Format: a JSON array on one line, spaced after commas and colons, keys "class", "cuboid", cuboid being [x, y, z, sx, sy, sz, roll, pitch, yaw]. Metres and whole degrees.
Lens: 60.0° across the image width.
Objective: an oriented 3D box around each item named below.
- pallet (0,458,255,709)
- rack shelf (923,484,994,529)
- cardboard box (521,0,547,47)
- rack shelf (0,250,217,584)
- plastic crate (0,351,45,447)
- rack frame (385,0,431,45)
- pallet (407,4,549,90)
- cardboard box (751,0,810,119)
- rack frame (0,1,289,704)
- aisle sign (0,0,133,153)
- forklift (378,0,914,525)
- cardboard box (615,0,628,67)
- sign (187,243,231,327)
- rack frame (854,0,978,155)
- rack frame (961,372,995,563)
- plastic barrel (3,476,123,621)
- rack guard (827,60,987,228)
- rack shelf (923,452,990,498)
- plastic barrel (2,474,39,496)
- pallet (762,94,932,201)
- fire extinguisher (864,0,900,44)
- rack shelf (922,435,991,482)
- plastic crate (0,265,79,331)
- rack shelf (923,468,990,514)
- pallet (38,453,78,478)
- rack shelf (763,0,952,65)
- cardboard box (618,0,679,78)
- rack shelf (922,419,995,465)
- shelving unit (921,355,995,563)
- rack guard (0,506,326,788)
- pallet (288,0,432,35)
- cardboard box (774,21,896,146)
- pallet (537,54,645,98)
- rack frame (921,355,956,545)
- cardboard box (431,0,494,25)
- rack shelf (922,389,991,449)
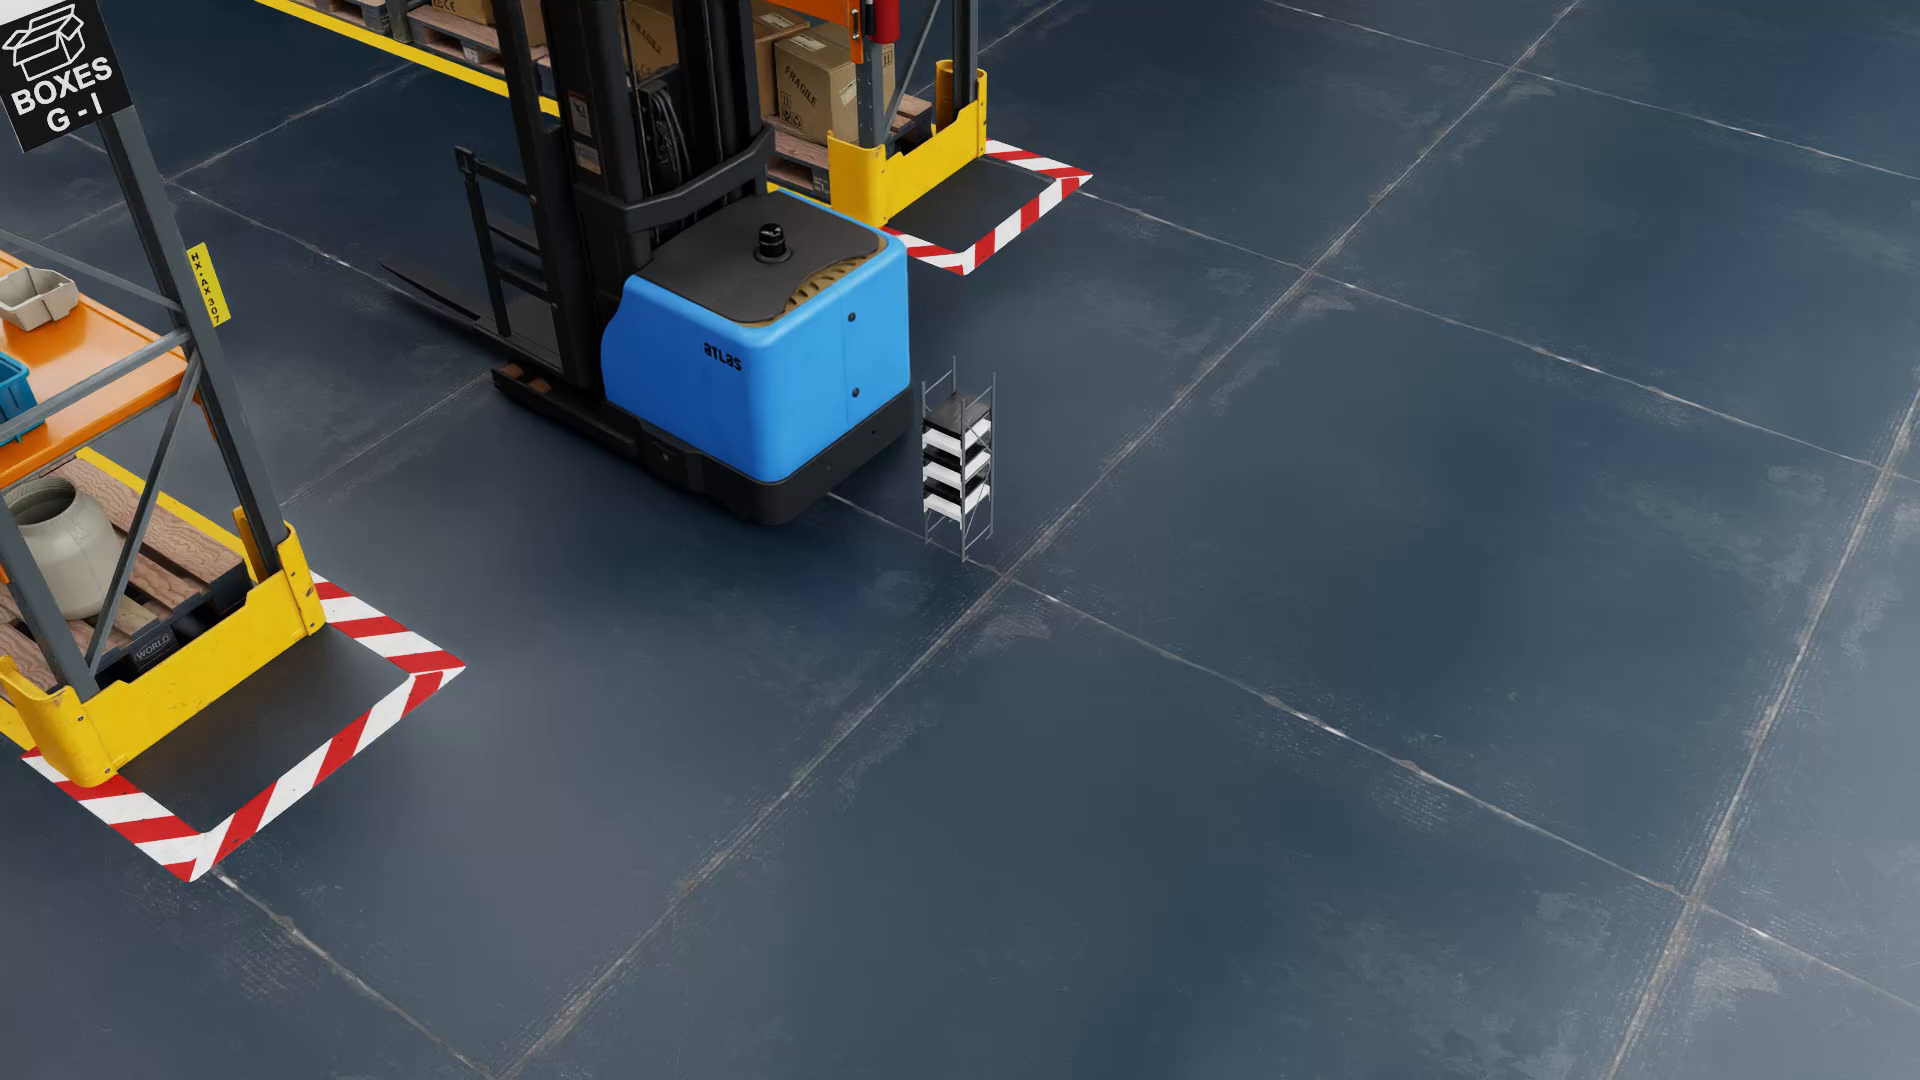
[{"class": "pallet", "cuboid": [-3.825, 0.199, 7.118, 1.213, 0.211, 1.003, 25, 48, 25]}, {"class": "rack shelf", "cuboid": [-0.007, -0.179, 7.344, 0.200, 0.077, 0.258, 25, 48, 25]}, {"class": "cardboard box", "cuboid": [-2.727, -3.594, 10.825, 0.500, 0.500, 0.500, -26, 48, -26]}, {"class": "rack shelf", "cuboid": [-4.712, -1.021, 6.929, 4.000, 0.370, 1.077, 25, 48, 25]}, {"class": "plastic crate", "cuboid": [-3.656, -0.496, 5.915, 0.616, 0.251, 0.499, 25, 48, 25]}, {"class": "rack frame", "cuboid": [-3.505, -4.759, 10.567, 0.127, 3.000, 1.000, 25, 48, 25]}, {"class": "pallet", "cuboid": [-2.935, -3.482, 11.231, 1.213, 0.211, 1.003, 25, 48, 25]}, {"class": "cardboard box", "cuboid": [-1.241, -2.911, 10.061, 0.500, 0.500, 0.500, -29, 49, -28]}, {"class": "rack frame", "cuboid": [-3.074, -0.523, 5.834, 0.127, 3.000, 1.000, 25, 48, 25]}, {"class": "aisle sign", "cuboid": [-2.847, -1.624, 5.115, 0.004, 0.787, 0.394, 25, 48, 25]}, {"class": "forklift", "cuboid": [-1.694, -1.972, 7.504, 3.031, 2.935, 1.130, 27, 49, 27]}, {"class": "cardboard box", "cuboid": [-2.174, -3.399, 10.607, 0.500, 0.500, 0.500, 21, 46, 22]}, {"class": "sign", "cuboid": [-2.755, -0.925, 6.075, 0.005, 0.325, 0.100, 25, 48, 25]}, {"class": "rack frame", "cuboid": [-0.230, -3.227, 8.856, 0.127, 3.000, 1.000, 25, 48, 25]}, {"class": "rack frame", "cuboid": [0.077, -0.300, 7.158, 0.006, 0.900, 0.240, 25, 48, 25]}, {"class": "plastic barrel", "cuboid": [-3.657, 0.037, 6.758, 0.421, 0.512, 0.421, 0, 42, 0]}, {"class": "rack guard", "cuboid": [-0.292, -2.325, 9.722, 0.348, 0.500, 1.175, 25, 48, 25]}, {"class": "rack shelf", "cuboid": [-0.007, -0.314, 7.224, 0.200, 0.077, 0.258, 25, 48, 25]}, {"class": "plastic barrel", "cuboid": [-4.067, -0.155, 6.973, 0.421, 0.512, 0.421, 0, 42, 0]}, {"class": "pallet", "cuboid": [-0.937, -2.548, 10.187, 1.213, 0.211, 1.003, 25, 48, 25]}, {"class": "fire extinguisher", "cuboid": [-0.401, -2.903, 8.551, 0.183, 0.674, 0.296, 25, 48, 25]}, {"class": "rack shelf", "cuboid": [-0.007, -0.381, 7.164, 0.200, 0.077, 0.258, 25, 48, 25]}, {"class": "plastic crate", "cuboid": [-3.622, -0.943, 6.501, 0.250, 0.136, 0.298, 25, 48, 25]}, {"class": "rack shelf", "cuboid": [-0.007, -0.247, 7.284, 0.200, 0.077, 0.258, 25, 48, 25]}, {"class": "pallet", "cuboid": [-4.820, -0.269, 7.641, 1.213, 0.211, 1.003, 25, 48, 25]}, {"class": "rack shelf", "cuboid": [-1.868, -3.725, 9.951, 4.000, 0.370, 1.077, 25, 48, 25]}, {"class": "cardboard box", "cuboid": [-1.743, -3.161, 10.341, 0.500, 0.500, 0.500, 30, 50, 29]}, {"class": "rack shelf", "cuboid": [-0.007, -0.448, 7.104, 0.200, 0.077, 0.258, 25, 48, 25]}, {"class": "shelving unit", "cuboid": [-0.007, -0.338, 7.202, 0.210, 0.900, 0.258, 25, 48, 25]}, {"class": "rack guard", "cuboid": [-3.163, 0.405, 6.671, 0.348, 0.500, 1.175, 25, 48, 25]}, {"class": "pallet", "cuboid": [-4.143, -4.017, 11.829, 1.213, 0.211, 1.003, 25, 48, 25]}, {"class": "cardboard box", "cuboid": [-0.732, -2.700, 9.826, 0.500, 0.500, 0.500, -33, 51, -31]}, {"class": "pallet", "cuboid": [-1.932, -3.015, 10.710, 1.213, 0.211, 1.003, 25, 48, 25]}, {"class": "rack frame", "cuboid": [-0.090, -0.377, 7.245, 0.006, 0.900, 0.240, 25, 48, 25]}, {"class": "cardboard box", "cuboid": [-3.201, -3.809, 11.065, 0.500, 0.500, 0.500, 24, 47, 24]}, {"class": "rack shelf", "cuboid": [-0.007, -0.515, 7.044, 0.200, 0.077, 0.258, 25, 48, 25]}]
